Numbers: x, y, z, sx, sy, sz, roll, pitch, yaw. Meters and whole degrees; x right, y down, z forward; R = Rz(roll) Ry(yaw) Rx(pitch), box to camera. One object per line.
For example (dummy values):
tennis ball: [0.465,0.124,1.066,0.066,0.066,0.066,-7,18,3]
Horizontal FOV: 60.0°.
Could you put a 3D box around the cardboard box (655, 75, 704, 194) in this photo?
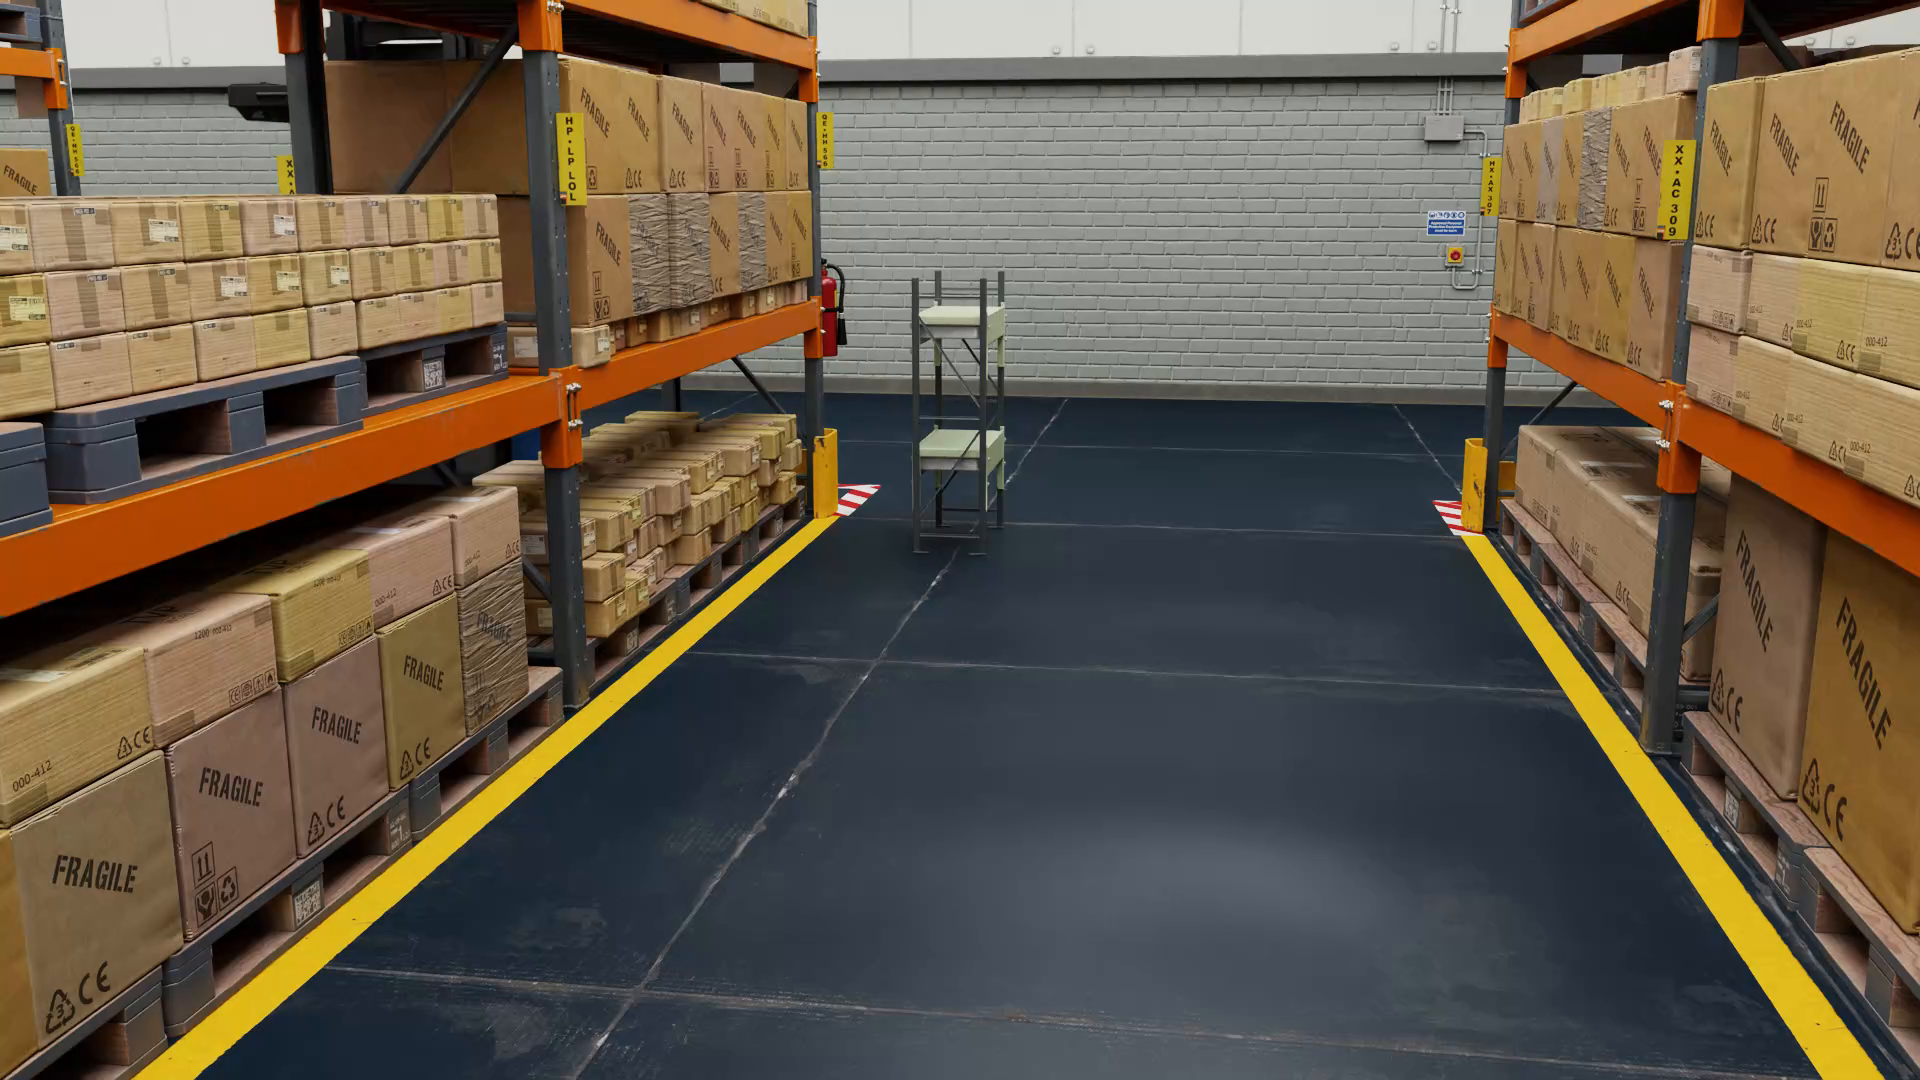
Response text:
cardboard box: [-1.476,-1.814,7.475,0.500,0.500,0.500,2,12,10]

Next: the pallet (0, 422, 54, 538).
pallet: [-2.569,-0.058,3.098,1.213,0.211,1.003,2,12,9]

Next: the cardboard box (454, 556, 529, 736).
cardboard box: [-1.823,0.346,5.704,0.500,0.500,0.500,2,12,8]

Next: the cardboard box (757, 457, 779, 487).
cardboard box: [-1.221,-0.395,9.271,0.380,0.149,0.250,1,12,6]

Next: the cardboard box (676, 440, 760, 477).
cardboard box: [-1.273,-0.431,8.733,0.380,0.149,0.250,2,12,11]

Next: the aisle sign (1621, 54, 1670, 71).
aisle sign: [3.881,-2.802,9.204,0.394,0.787,0.004,2,12,9]

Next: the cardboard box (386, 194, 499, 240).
cardboard box: [-1.827,-1.116,5.740,0.380,0.149,0.250,2,12,11]

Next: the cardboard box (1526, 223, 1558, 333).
cardboard box: [3.060,-1.273,8.042,0.500,0.500,0.500,2,12,8]

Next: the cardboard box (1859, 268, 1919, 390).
cardboard box: [2.370,-0.463,3.691,0.500,0.250,0.500,2,12,7]

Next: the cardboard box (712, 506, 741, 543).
cardboard box: [-1.348,-0.089,8.554,0.380,0.149,0.250,2,12,10]

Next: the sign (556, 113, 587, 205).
sign: [-1.409,-1.382,6.036,0.100,0.325,0.005,2,12,9]

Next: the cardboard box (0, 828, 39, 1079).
cardboard box: [-2.213,0.878,3.238,0.500,0.500,0.500,1,12,6]

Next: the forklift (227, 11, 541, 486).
forklift: [-3.223,-1.442,9.227,1.130,2.935,3.031,2,12,11]

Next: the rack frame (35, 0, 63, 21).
rack frame: [-6.229,-4.780,10.313,1.000,3.000,0.127,2,12,9]

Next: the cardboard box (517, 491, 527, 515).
cardboard box: [-2.130,-0.124,7.308,0.380,0.149,0.250,2,12,8]

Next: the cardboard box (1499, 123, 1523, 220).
cardboard box: [3.208,-1.973,8.918,0.500,0.500,0.500,2,12,7]

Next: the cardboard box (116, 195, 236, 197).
cardboard box: [-2.552,-1.027,5.328,0.380,0.149,0.250,2,12,9]

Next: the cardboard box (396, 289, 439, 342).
cardboard box: [-1.903,-0.720,5.315,0.380,0.149,0.250,2,12,8]

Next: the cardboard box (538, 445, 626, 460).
cardboard box: [-1.942,-0.395,8.565,0.380,0.149,0.250,2,12,10]

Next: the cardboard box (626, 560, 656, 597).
cardboard box: [-1.557,0.181,7.302,0.380,0.149,0.250,2,12,8]

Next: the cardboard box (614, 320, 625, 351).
cardboard box: [-1.636,-0.872,7.015,0.380,0.149,0.250,1,12,6]

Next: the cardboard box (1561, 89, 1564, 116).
cardboard box: [3.101,-2.097,7.953,0.380,0.149,0.250,2,12,9]

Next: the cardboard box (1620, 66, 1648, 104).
cardboard box: [2.901,-1.832,6.724,0.380,0.149,0.250,2,12,8]

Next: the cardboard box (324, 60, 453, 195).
cardboard box: [-2.153,-1.622,6.585,0.500,0.500,0.500,1,12,7]

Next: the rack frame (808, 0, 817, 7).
rack frame: [-1.343,-4.598,9.469,1.000,3.000,0.127,2,12,9]

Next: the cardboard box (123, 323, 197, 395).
cardboard box: [-2.103,-0.445,4.039,0.380,0.149,0.250,2,12,9]

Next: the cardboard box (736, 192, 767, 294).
cardboard box: [-1.311,-1.545,8.599,0.500,0.500,0.500,2,12,9]

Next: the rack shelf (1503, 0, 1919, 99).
rack shelf: [3.256,-2.224,7.283,1.077,0.370,4.000,2,12,9]

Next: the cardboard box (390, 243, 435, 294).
cardboard box: [-1.905,-0.865,5.281,0.380,0.149,0.250,2,12,11]

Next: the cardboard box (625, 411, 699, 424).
cardboard box: [-1.760,-0.670,9.840,0.380,0.149,0.250,1,12,6]

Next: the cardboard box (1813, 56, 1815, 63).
cardboard box: [3.274,-1.714,6.176,0.380,0.149,0.250,2,12,8]

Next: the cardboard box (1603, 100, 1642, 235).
cardboard box: [2.834,-1.444,6.461,0.500,0.500,0.500,2,12,8]

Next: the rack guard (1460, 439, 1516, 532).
rack guard: [3.567,-0.309,9.741,1.175,0.500,0.348,2,12,9]

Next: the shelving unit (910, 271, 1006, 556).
shelving unit: [-0.001,-0.732,9.329,0.431,1.500,0.755,2,12,9]

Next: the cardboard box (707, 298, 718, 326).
cardboard box: [-1.424,-1.145,8.281,0.380,0.149,0.250,2,12,10]

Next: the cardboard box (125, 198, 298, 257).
cardboard box: [-2.029,-0.845,4.481,0.380,0.149,0.250,1,12,6]

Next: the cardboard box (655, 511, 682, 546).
cardboard box: [-1.524,-0.075,7.785,0.380,0.149,0.250,2,12,11]

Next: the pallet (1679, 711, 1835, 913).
pallet: [2.904,0.833,5.128,1.003,0.211,1.213,2,12,9]

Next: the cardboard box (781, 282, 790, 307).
cardboard box: [-1.189,-1.415,9.536,0.380,0.149,0.250,2,12,9]

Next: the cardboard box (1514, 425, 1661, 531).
cardboard box: [3.561,-0.338,9.028,0.875,0.438,0.875,1,12,7]

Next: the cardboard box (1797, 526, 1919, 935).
cardboard box: [2.801,0.460,4.286,0.875,0.875,0.875,2,12,10]

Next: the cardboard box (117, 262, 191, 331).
cardboard box: [-2.104,-0.590,4.006,0.380,0.149,0.250,2,12,8]

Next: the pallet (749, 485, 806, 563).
pallet: [-1.515,-0.118,9.542,1.003,0.211,1.213,2,12,9]

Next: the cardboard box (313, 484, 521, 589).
cardboard box: [-1.823,-0.019,5.620,0.500,0.250,0.500,2,12,7]

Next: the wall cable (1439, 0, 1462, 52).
wall cable: [4.160,-5.652,14.359,0.463,3.000,0.029,2,12,9]

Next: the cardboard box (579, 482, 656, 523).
cardboard box: [-1.592,-0.165,7.497,0.380,0.149,0.250,2,12,7]

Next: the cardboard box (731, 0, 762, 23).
cardboard box: [-1.313,-2.746,8.351,0.500,0.250,0.500,2,12,11]

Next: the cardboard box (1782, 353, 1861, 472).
cardboard box: [2.447,-0.323,4.229,0.500,0.250,0.500,2,12,8]
